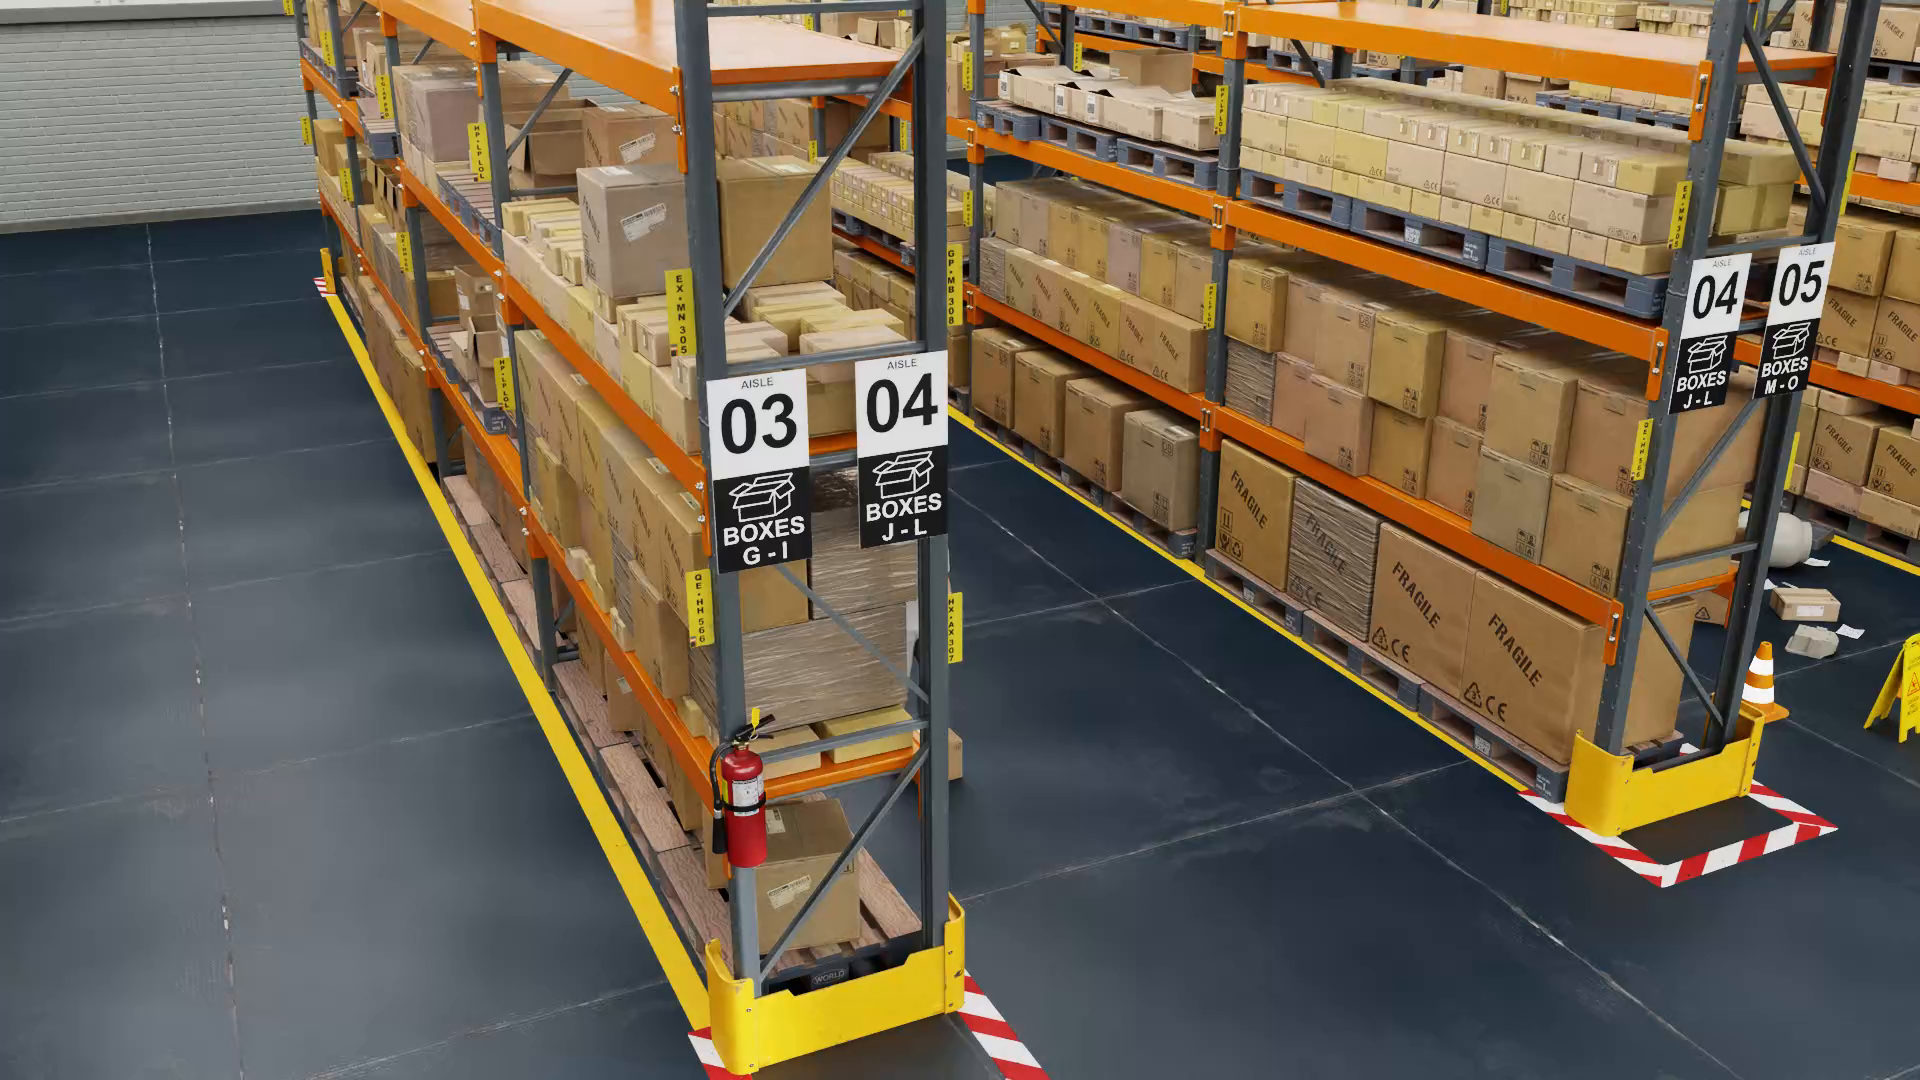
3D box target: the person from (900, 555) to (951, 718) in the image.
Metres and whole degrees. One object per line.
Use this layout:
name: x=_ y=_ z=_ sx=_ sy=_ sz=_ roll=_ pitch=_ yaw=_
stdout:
person: x=-0.264 y=0.523 z=9.725 sx=0.499 sy=1.672 sz=0.340 roll=-11 pitch=25 yaw=-25
